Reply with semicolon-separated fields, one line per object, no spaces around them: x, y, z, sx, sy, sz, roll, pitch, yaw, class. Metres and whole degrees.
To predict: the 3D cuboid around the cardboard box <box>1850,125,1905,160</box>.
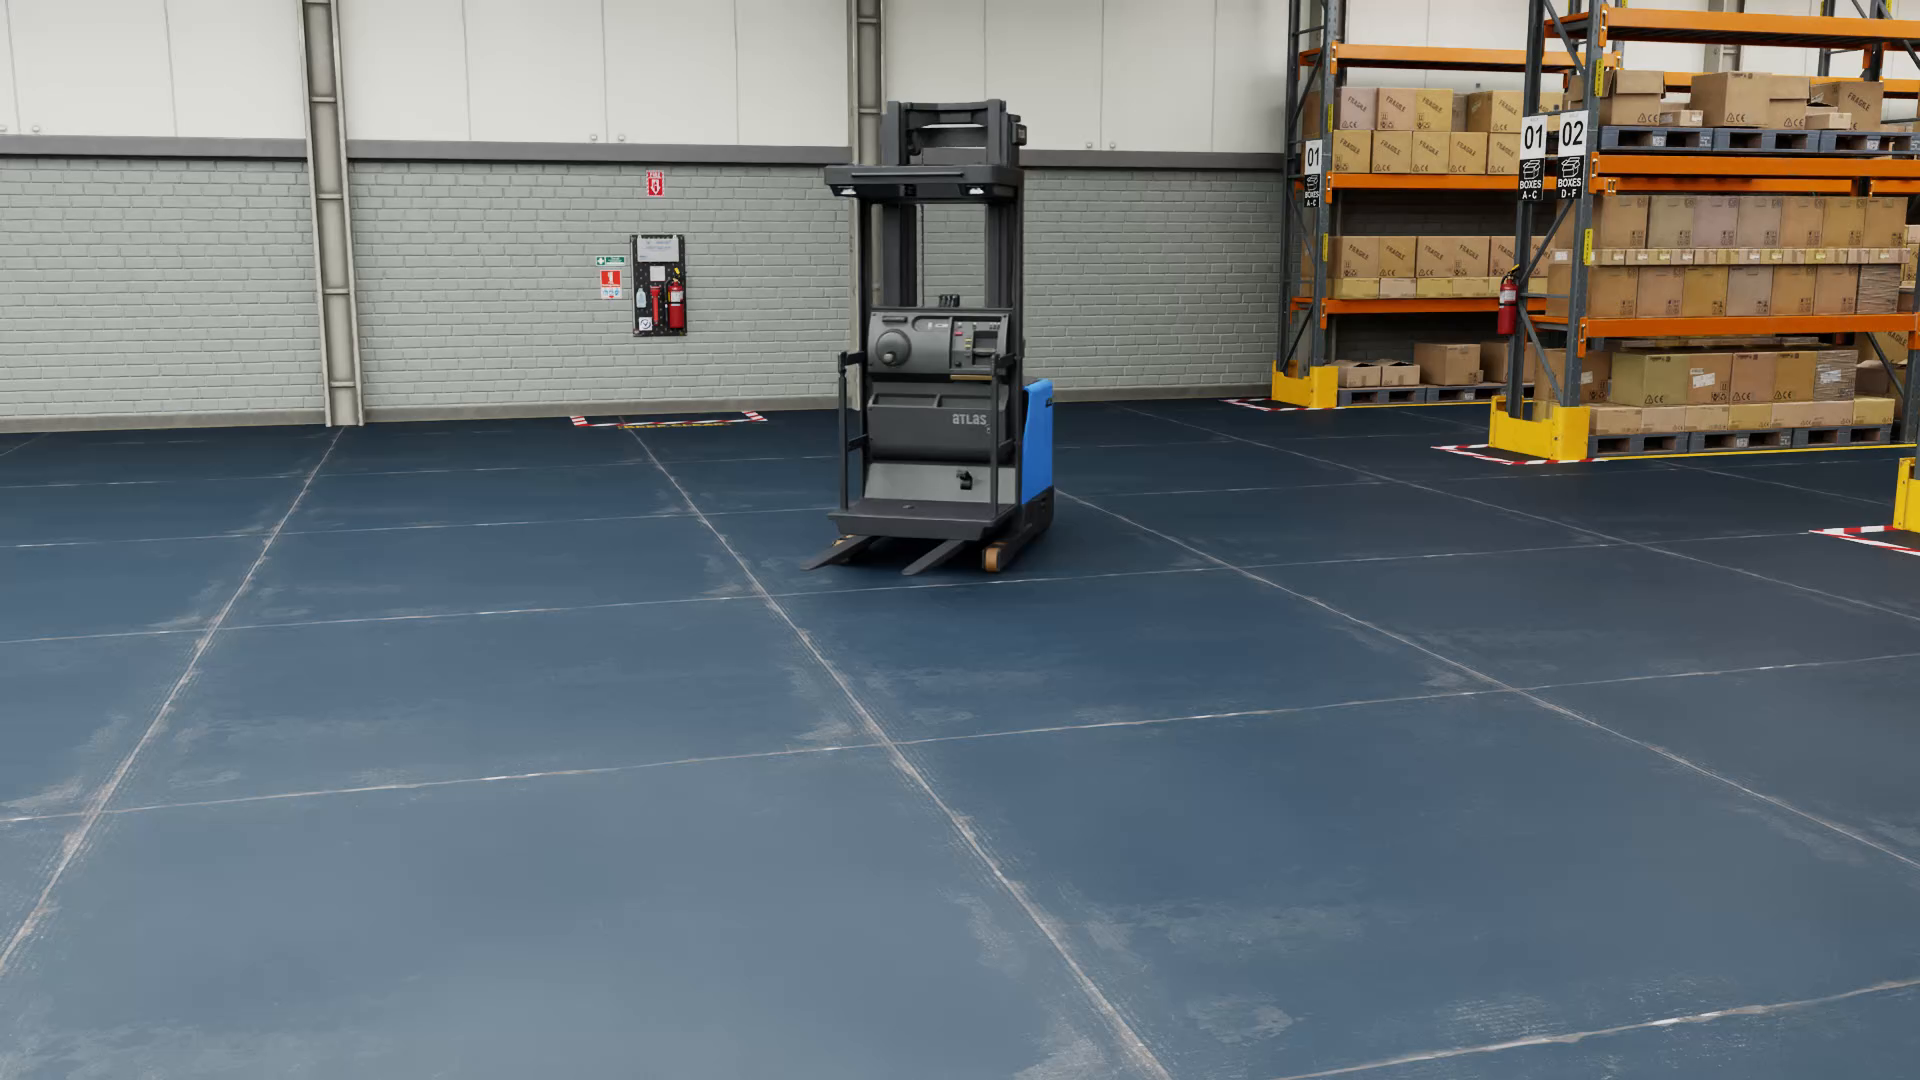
12.358;-5.367;22.641;0.500;0.500;0.700;-4;11;-20;cardboard box

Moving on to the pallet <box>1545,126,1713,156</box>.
6.311;-3.790;15.807;1.213;0.211;1.003;-3;11;-16;pallet

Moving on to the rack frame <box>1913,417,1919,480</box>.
7.005;-1.466;11.223;0.127;3.000;1.000;-3;11;-16;rack frame

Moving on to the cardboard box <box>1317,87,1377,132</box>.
4.674;-5.191;20.081;0.500;0.500;0.500;-4;11;-20;cardboard box

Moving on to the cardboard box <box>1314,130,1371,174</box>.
4.627;-4.695;20.151;0.500;0.500;0.500;-3;11;-14;cardboard box

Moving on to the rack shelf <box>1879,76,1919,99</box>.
13.838;-6.094;22.885;4.000;0.370;1.077;-3;11;-16;rack shelf

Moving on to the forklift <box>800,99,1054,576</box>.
-0.195;-1.310;10.569;1.130;2.935;3.031;3;11;15;forklift

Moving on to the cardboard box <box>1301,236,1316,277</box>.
4.630;-3.553;20.852;0.500;0.500;0.500;-3;11;-17;cardboard box

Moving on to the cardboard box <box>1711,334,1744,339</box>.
10.184;-2.858;22.404;0.500;0.250;0.500;-3;11;-16;cardboard box

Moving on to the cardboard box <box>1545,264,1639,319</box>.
6.076;-2.397;16.008;0.500;0.500;0.700;-3;11;-16;cardboard box

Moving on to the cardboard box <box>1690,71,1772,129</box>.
7.296;-4.163;15.768;0.500;0.500;0.500;-3;11;-16;cardboard box

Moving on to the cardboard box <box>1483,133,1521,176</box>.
6.651;-4.798;20.707;0.500;0.500;0.500;-3;11;-18;cardboard box

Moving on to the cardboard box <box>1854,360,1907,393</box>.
9.774;-1.730;17.543;0.500;0.311;0.500;-3;11;-16;cardboard box

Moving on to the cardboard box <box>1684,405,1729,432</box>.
7.161;-1.221;16.327;0.500;0.250;0.500;-3;11;-16;cardboard box

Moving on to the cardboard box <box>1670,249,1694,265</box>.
6.797;-2.716;15.947;0.250;0.149;0.380;-3;11;-17;cardboard box

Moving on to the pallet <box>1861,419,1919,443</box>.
10.162;-1.202;17.492;1.213;0.211;1.003;-3;11;-16;pallet

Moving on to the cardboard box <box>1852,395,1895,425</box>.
9.081;-1.322;16.878;0.500;0.250;0.500;-3;11;-16;cardboard box

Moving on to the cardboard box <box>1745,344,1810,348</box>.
8.455;-1.757;17.167;0.500;0.500;0.500;-3;11;-16;cardboard box

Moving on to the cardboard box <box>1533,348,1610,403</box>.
6.056;-1.629;16.472;0.500;0.500;0.500;-3;11;-16;cardboard box

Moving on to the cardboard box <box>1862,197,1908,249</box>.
9.041;-3.193;16.746;0.500;0.500;0.700;-3;11;-16;cardboard box

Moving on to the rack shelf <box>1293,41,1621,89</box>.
6.157;-5.884;20.650;4.000;0.370;1.077;-3;11;-16;rack shelf

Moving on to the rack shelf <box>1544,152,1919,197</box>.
7.545;-3.549;16.244;4.000;0.370;1.077;-3;11;-16;rack shelf

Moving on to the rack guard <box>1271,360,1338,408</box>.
4.309;-1.962;20.825;0.348;0.500;1.175;-3;11;-16;rack guard

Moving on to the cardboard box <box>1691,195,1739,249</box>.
7.114;-3.091;16.194;0.500;0.500;0.700;-3;11;-16;cardboard box

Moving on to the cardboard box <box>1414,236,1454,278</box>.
5.754;-3.513;20.631;0.500;0.500;0.500;-3;11;-18;cardboard box

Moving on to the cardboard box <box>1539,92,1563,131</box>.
7.146;-5.314;20.749;0.500;0.500;0.500;-2;11;-13;cardboard box

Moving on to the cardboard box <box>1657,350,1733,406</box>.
7.158;-1.592;16.270;0.500;0.500;0.500;-3;11;-16;cardboard box

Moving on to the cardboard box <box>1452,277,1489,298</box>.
6.265;-3.172;20.851;0.500;0.250;0.500;-3;11;-15;cardboard box

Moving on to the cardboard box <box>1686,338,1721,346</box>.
9.762;-2.471;22.373;0.500;0.500;0.700;-3;11;-15;cardboard box

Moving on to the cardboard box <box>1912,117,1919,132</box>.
10.059;-4.167;16.865;0.500;0.250;0.500;-2;11;-10;cardboard box

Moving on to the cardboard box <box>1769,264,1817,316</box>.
8.053;-2.502;16.578;0.500;0.500;0.700;-3;11;-15;cardboard box

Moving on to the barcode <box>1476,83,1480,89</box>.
6.622;-5.804;21.257;0.075;0.075;0.001;-3;11;-16;barcode

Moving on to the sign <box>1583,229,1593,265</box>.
5.774;-2.695;15.290;0.005;0.325;0.100;-3;11;-16;sign

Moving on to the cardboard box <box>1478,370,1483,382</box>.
6.536;-2.127;21.475;0.250;0.149;0.380;-4;11;-21;cardboard box

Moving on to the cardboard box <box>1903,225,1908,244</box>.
12.453;-4.146;22.560;0.500;0.250;0.500;-3;11;-15;cardboard box

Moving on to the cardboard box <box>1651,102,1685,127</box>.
6.657;-4.108;16.158;0.500;0.250;0.500;-3;11;-16;cardboard box

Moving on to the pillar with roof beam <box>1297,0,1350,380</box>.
5.870;-5.576;16.978;0.400;9.000;9.100;-3;11;-16;pillar with roof beam

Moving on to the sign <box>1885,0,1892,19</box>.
12.079;-6.948;21.632;0.005;0.325;0.100;-3;11;-16;sign

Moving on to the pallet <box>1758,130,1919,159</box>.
8.653;-3.913;16.478;1.213;0.211;1.003;-3;11;-16;pallet

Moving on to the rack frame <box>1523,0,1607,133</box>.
5.625;-5.277;15.358;0.127;3.000;1.000;-3;11;-16;rack frame

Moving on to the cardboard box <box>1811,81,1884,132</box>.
8.908;-4.349;16.780;0.500;0.500;0.500;-2;11;-11;cardboard box

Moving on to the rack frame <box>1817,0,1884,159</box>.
11.918;-6.543;22.233;0.127;3.000;1.000;-3;11;-16;rack frame

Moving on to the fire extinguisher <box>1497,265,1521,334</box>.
5.381;-2.364;16.314;0.183;0.674;0.296;-3;11;-16;fire extinguisher

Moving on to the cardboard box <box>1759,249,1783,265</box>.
7.790;-2.768;16.232;0.250;0.149;0.380;-3;11;-14;cardboard box

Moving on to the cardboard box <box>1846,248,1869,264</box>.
8.775;-2.821;16.515;0.250;0.149;0.380;-3;11;-18;cardboard box
